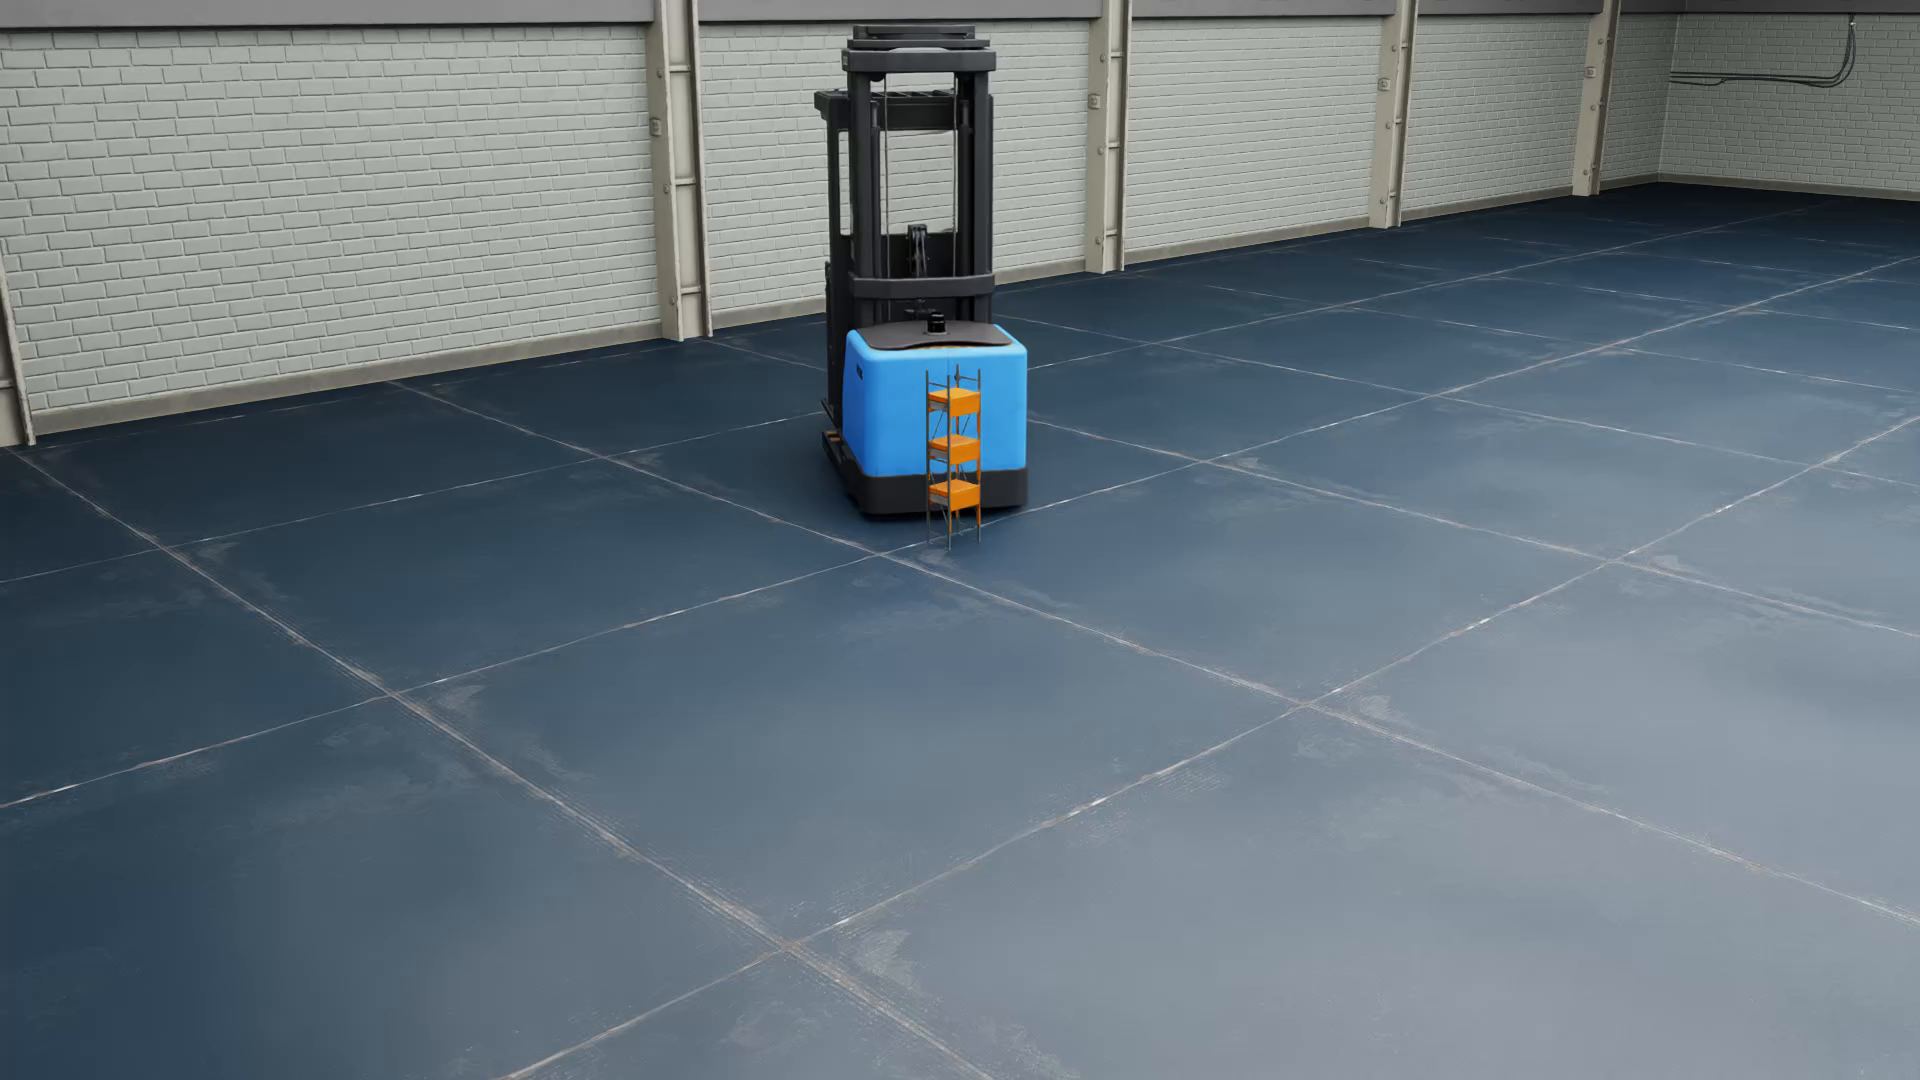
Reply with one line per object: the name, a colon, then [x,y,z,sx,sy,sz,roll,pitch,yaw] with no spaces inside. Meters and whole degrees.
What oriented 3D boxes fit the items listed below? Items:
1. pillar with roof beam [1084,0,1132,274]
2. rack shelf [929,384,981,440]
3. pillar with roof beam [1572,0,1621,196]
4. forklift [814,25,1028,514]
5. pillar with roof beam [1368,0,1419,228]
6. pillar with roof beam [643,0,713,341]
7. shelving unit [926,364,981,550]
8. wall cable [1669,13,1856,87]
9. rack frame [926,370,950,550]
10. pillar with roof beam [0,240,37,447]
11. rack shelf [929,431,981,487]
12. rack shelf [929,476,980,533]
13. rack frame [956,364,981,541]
pillar with roof beam: [4.684,-6.551,15.600,0.400,9.000,9.100,-16,24,-41]
rack shelf: [-0.039,-0.748,9.704,0.240,0.259,0.215,-16,24,-41]
pillar with roof beam: [13.403,-9.094,23.443,0.400,9.000,9.100,-16,24,-41]
forklift: [-0.373,-1.968,11.302,1.130,2.935,3.031,-4,18,-11]
pillar with roof beam: [9.044,-7.823,19.522,0.400,9.000,9.100,-16,24,-41]
pillar with roof beam: [0.324,-5.280,11.679,0.400,9.000,9.100,-16,24,-41]
shelving unit: [-0.039,-0.488,9.788,0.252,1.050,0.215,-16,24,-41]
wall cable: [13.495,-8.910,27.909,0.112,2.526,3.097,-16,24,-41]
rack frame: [-0.128,-0.462,9.708,0.008,1.050,0.200,-16,24,-41]
pillar with roof beam: [-4.035,-4.009,7.758,0.400,9.000,9.100,-16,24,-41]
rack shelf: [-0.039,-0.478,9.791,0.240,0.259,0.215,-16,24,-41]
rack shelf: [-0.039,-0.214,9.877,0.240,0.259,0.215,-16,24,-41]
rack frame: [0.050,-0.514,9.868,0.008,1.050,0.200,-16,24,-41]
